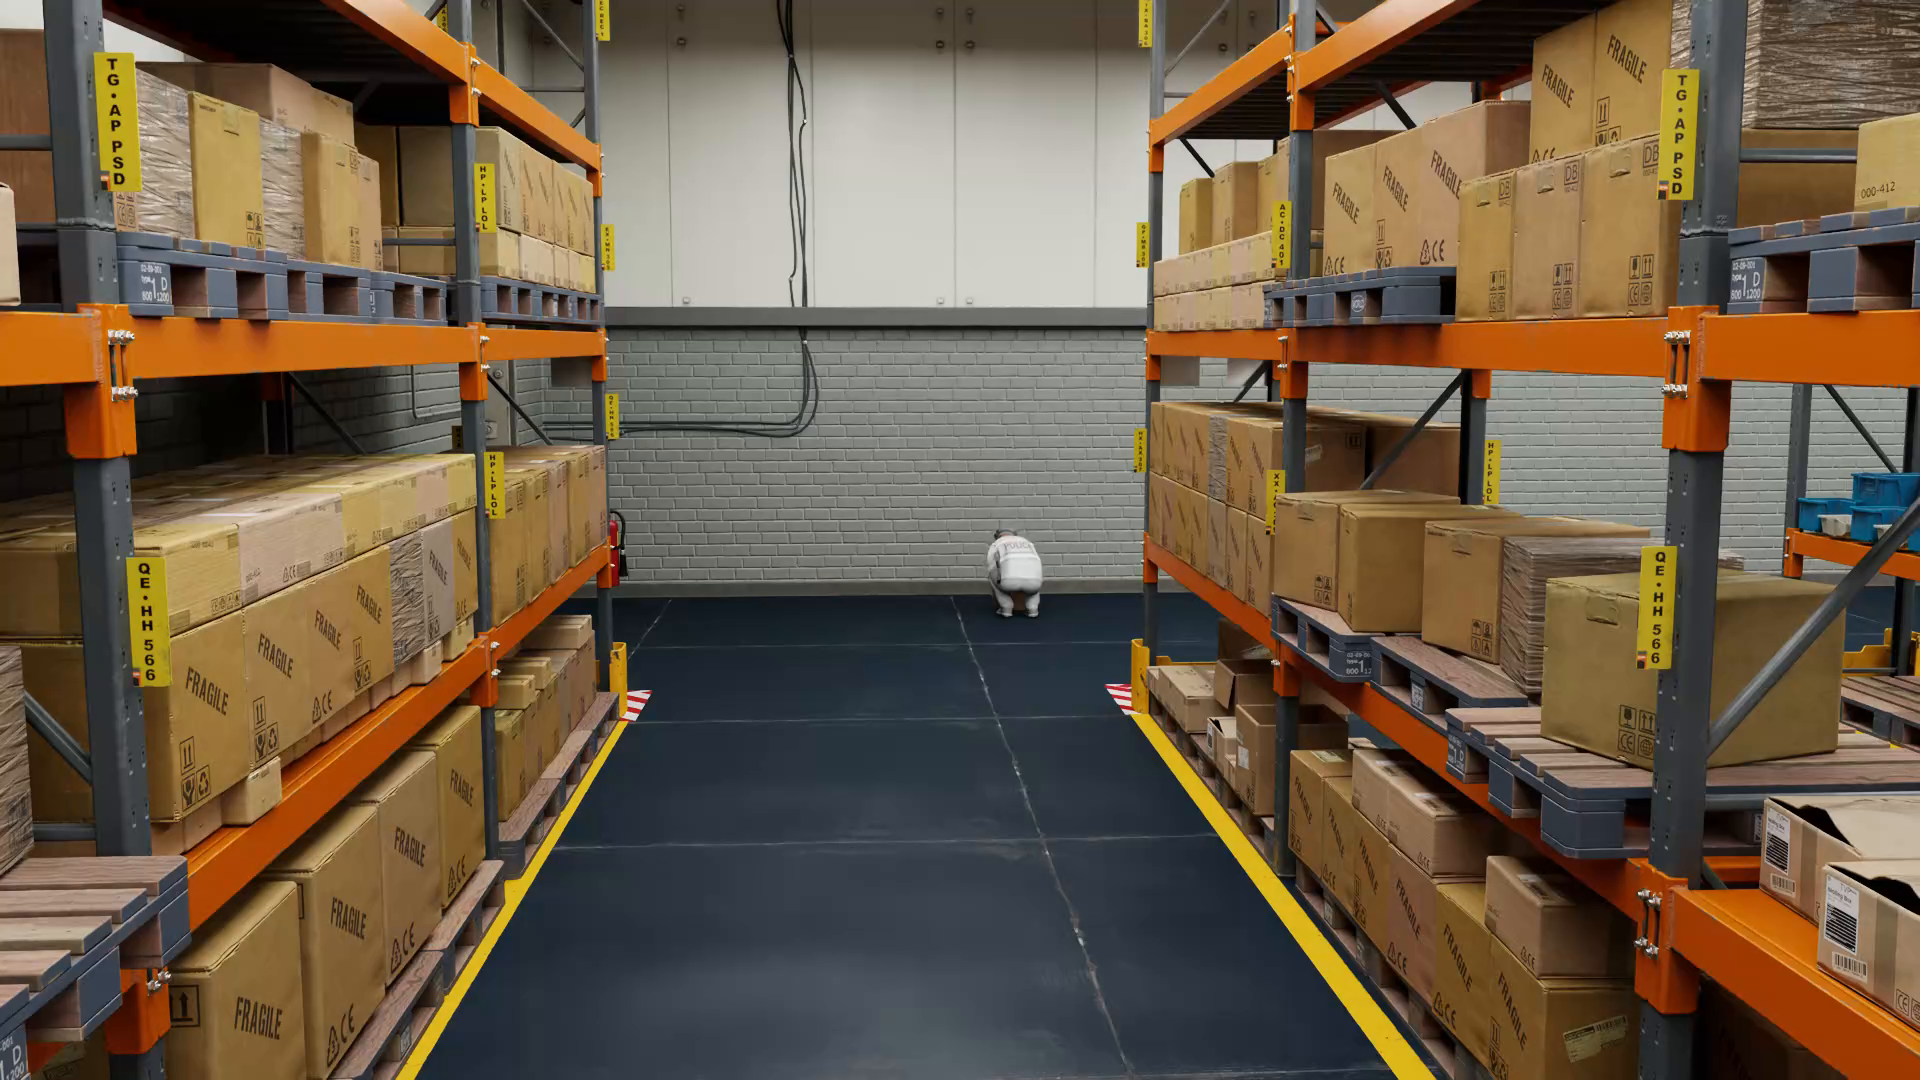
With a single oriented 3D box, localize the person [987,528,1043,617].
[{"bbox_3d":[0.559,0.357,16.823,0.549,0.899,0.972,0,7,-4],"label":"person"}]
